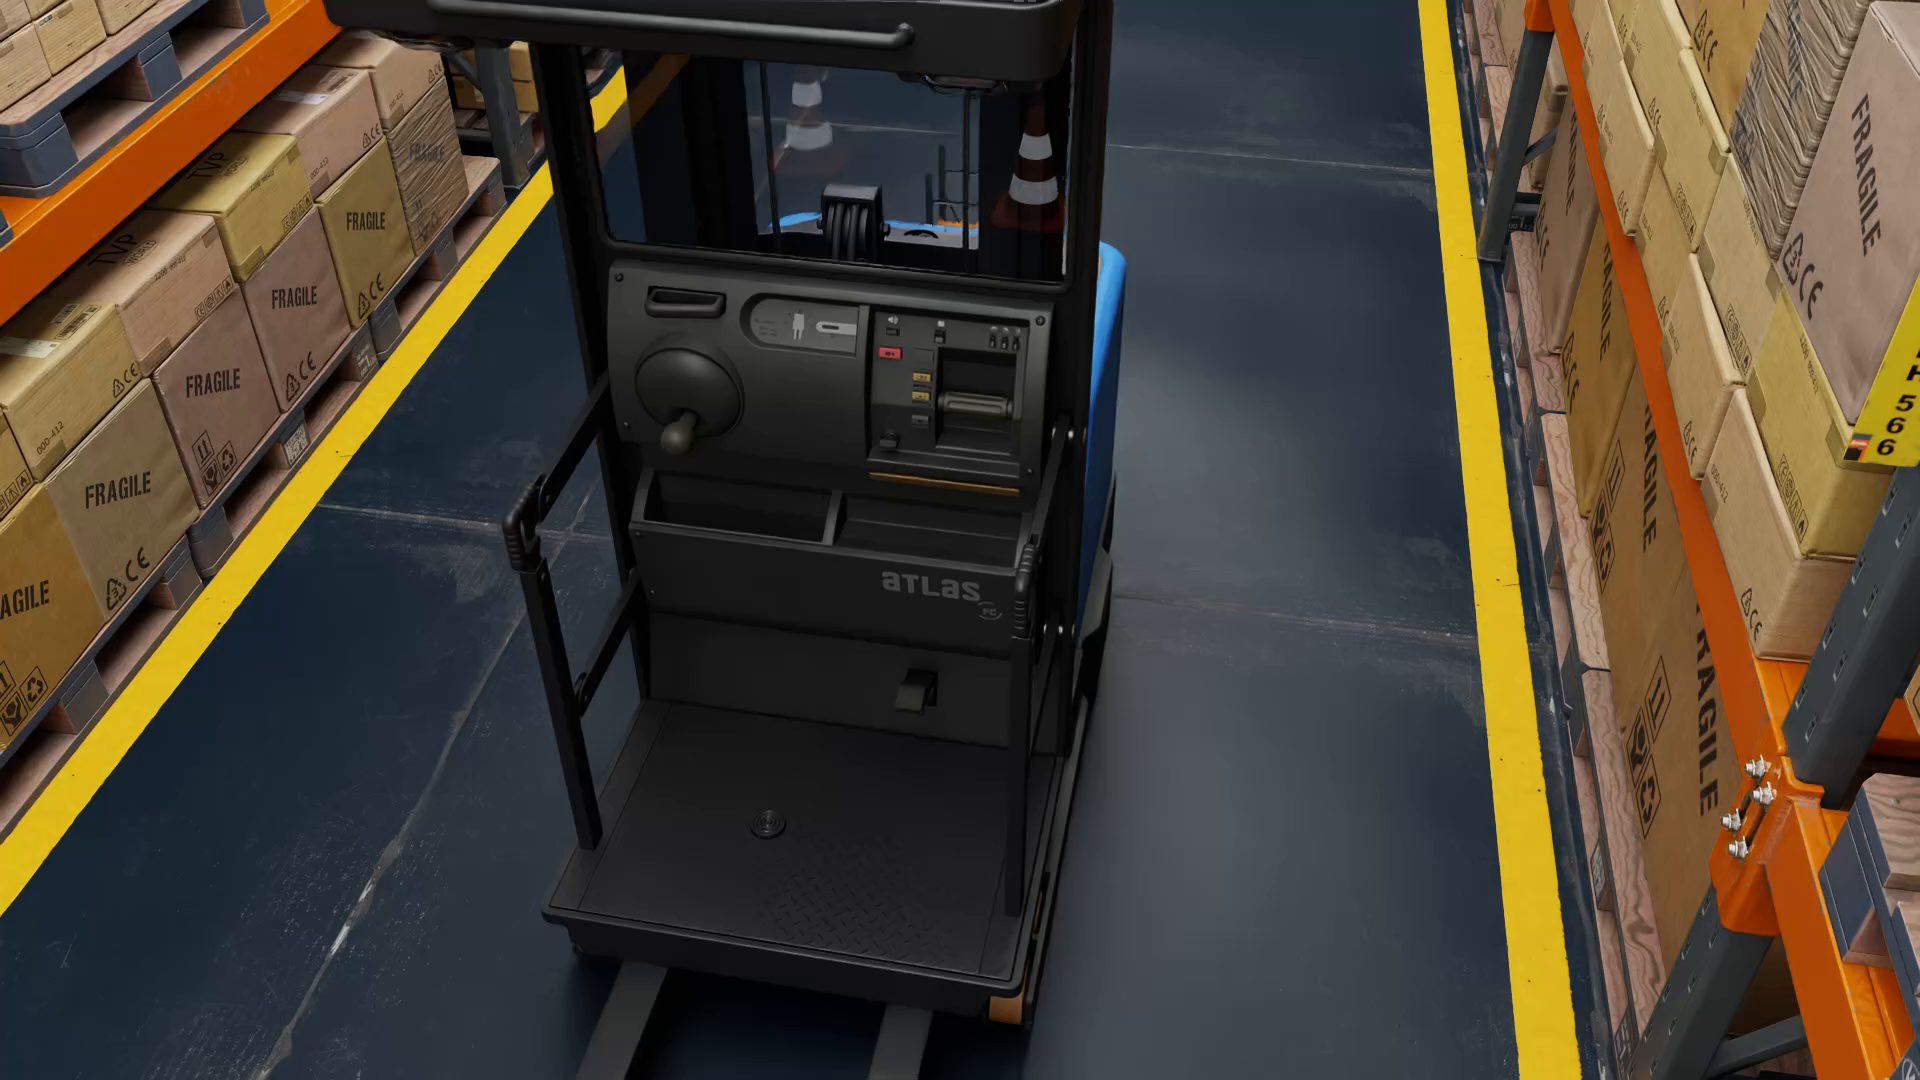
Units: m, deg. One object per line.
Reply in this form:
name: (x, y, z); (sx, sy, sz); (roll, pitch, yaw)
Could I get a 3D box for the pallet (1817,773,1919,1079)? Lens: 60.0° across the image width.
pallet: (1.841, 0.803, 2.075); (1.213, 0.211, 1.003); (6, 40, 8)

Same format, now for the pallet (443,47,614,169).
pallet: (-2.259, -2.073, 7.592); (1.003, 0.211, 1.213); (6, 40, 8)

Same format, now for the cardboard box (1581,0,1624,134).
cardboard box: (2.024, -1.291, 4.575); (0.500, 0.250, 0.500); (6, 40, 7)

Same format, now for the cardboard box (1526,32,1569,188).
cardboard box: (2.766, -1.797, 6.750); (0.875, 0.438, 0.875); (6, 40, 7)

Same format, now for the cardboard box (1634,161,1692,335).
cardboard box: (1.868, -0.655, 3.806); (0.500, 0.250, 0.500); (6, 40, 7)

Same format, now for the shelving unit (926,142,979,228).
shelving unit: (0.041, -0.597, 5.030); (0.258, 1.200, 0.189); (7, 40, 8)

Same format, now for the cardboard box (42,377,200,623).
cardboard box: (-2.576, -0.142, 4.700); (0.500, 0.500, 0.500); (7, 40, 8)

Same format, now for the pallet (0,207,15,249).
pallet: (-3.015, -0.597, 3.769); (1.213, 0.211, 1.003); (6, 40, 8)

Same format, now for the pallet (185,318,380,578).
pallet: (-2.683, -0.391, 5.558); (1.003, 0.211, 1.213); (6, 40, 8)

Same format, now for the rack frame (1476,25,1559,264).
rack frame: (2.552, -2.240, 5.606); (1.000, 3.000, 0.127); (6, 40, 8)

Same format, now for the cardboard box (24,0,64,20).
cardboard box: (-2.530, -1.482, 4.322); (0.380, 0.149, 0.250); (6, 40, 7)

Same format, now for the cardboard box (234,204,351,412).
cardboard box: (-2.403, -0.785, 5.478); (0.500, 0.500, 0.500); (6, 40, 7)

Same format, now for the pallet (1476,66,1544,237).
pallet: (2.761, -1.634, 7.061); (1.003, 0.211, 1.213); (6, 40, 8)

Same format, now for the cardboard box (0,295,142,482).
cardboard box: (-2.587, -0.424, 4.453); (0.500, 0.250, 0.500); (6, 40, 7)

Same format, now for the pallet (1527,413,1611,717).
pallet: (2.284, 0.095, 4.970); (1.003, 0.211, 1.213); (6, 40, 8)

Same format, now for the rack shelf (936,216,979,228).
rack shelf: (0.041, -0.840, 4.829); (0.258, 0.103, 0.180); (7, 40, 8)

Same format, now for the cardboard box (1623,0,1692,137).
cardboard box: (1.937, -1.168, 4.034); (0.500, 0.250, 0.500); (5, 40, 6)

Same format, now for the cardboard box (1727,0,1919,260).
cardboard box: (1.772, -0.830, 3.037); (0.500, 0.500, 0.500); (7, 40, 8)

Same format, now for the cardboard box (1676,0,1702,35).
cardboard box: (1.960, -1.458, 3.796); (0.500, 0.500, 0.500); (6, 40, 7)

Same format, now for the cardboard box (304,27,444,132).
cardboard box: (-2.221, -1.715, 6.014); (0.500, 0.250, 0.500); (5, 40, 6)

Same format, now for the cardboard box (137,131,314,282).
cardboard box: (-2.400, -1.060, 5.222); (0.500, 0.250, 0.500); (5, 40, 6)

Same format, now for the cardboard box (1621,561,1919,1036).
cardboard box: (2.061, 0.503, 3.626); (0.875, 0.875, 0.875); (6, 40, 7)

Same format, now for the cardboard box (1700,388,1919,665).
cardboard box: (1.692, -0.018, 3.036); (0.500, 0.250, 0.500); (5, 40, 6)

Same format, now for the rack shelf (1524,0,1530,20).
rack shelf: (2.898, -3.218, 7.353); (1.077, 0.370, 4.000); (6, 40, 8)

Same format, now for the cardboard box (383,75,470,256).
cardboard box: (-2.221, -1.429, 6.256); (0.500, 0.500, 0.500); (6, 40, 7)

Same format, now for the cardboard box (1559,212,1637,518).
cardboard box: (2.375, -0.618, 4.981); (0.875, 0.875, 0.875); (7, 40, 9)

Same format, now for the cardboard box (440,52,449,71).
cardboard box: (-2.481, -2.223, 7.493); (0.380, 0.149, 0.250); (7, 40, 9)

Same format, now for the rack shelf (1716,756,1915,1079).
rack shelf: (1.514, 1.803, 1.280); (1.077, 0.370, 4.000); (6, 40, 8)

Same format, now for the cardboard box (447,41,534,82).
cardboard box: (-1.963, -2.093, 7.101); (0.380, 0.149, 0.250); (8, 40, 10)

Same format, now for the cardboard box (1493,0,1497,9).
cardboard box: (3.078, -2.924, 8.114); (0.875, 0.438, 0.875); (7, 40, 9)

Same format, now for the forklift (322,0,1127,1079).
forklift: (-0.316, -0.261, 3.266); (1.130, 2.935, 3.031); (7, 40, 8)

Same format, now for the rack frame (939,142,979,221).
rack frame: (0.058, -0.654, 5.099); (0.240, 1.200, 0.006); (7, 40, 8)

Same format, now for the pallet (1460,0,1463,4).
pallet: (3.183, -3.165, 8.913); (1.003, 0.211, 1.213); (6, 40, 8)

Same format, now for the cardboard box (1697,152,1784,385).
cardboard box: (1.779, -0.519, 3.249); (0.500, 0.250, 0.500); (5, 40, 7)

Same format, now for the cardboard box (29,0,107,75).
cardboard box: (-2.529, -1.368, 4.418); (0.380, 0.149, 0.250); (7, 40, 8)
